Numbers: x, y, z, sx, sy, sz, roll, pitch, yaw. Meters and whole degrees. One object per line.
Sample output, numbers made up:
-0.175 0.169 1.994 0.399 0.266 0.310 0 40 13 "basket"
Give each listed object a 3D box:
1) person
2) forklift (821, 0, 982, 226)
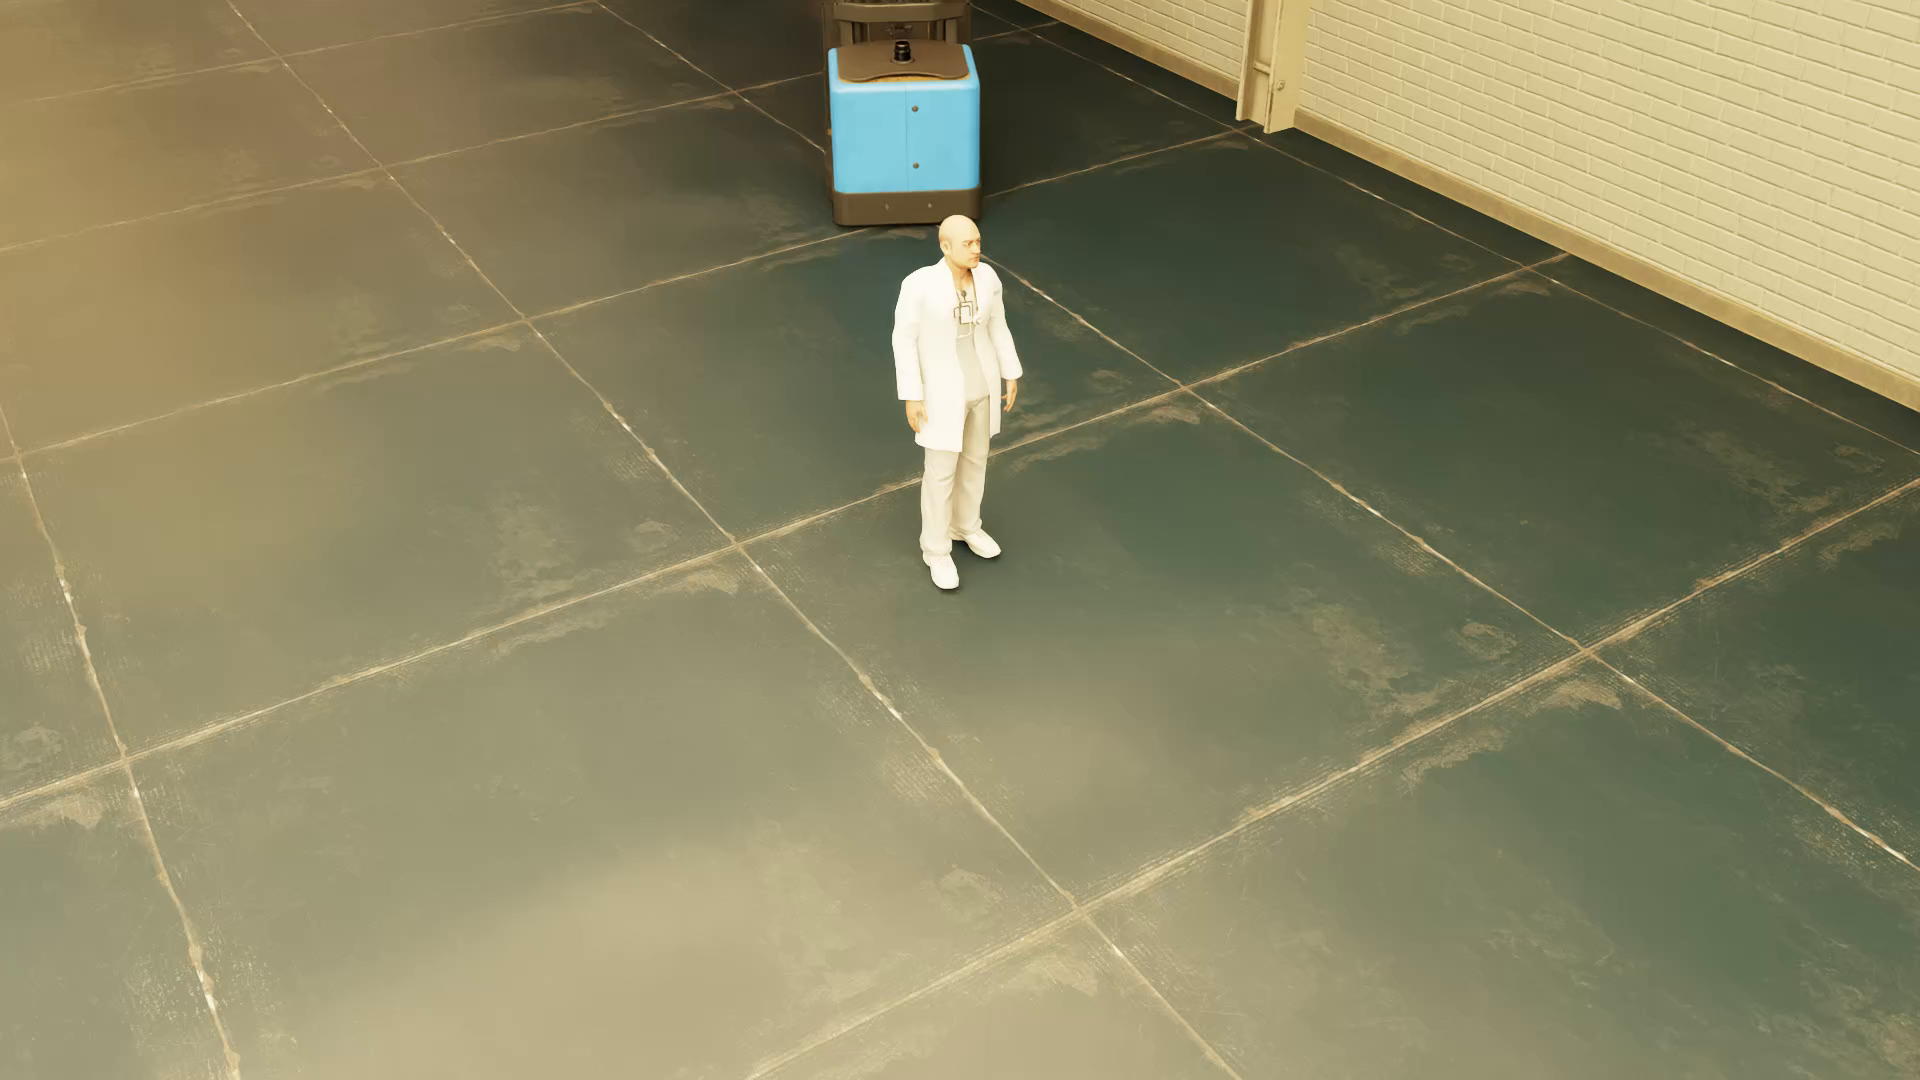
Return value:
0.045 -0.688 8.118 0.696 1.775 0.581 -21 40 -27 "person"
-0.490 -4.244 12.188 1.130 2.935 3.031 -3 35 -4 "forklift"
